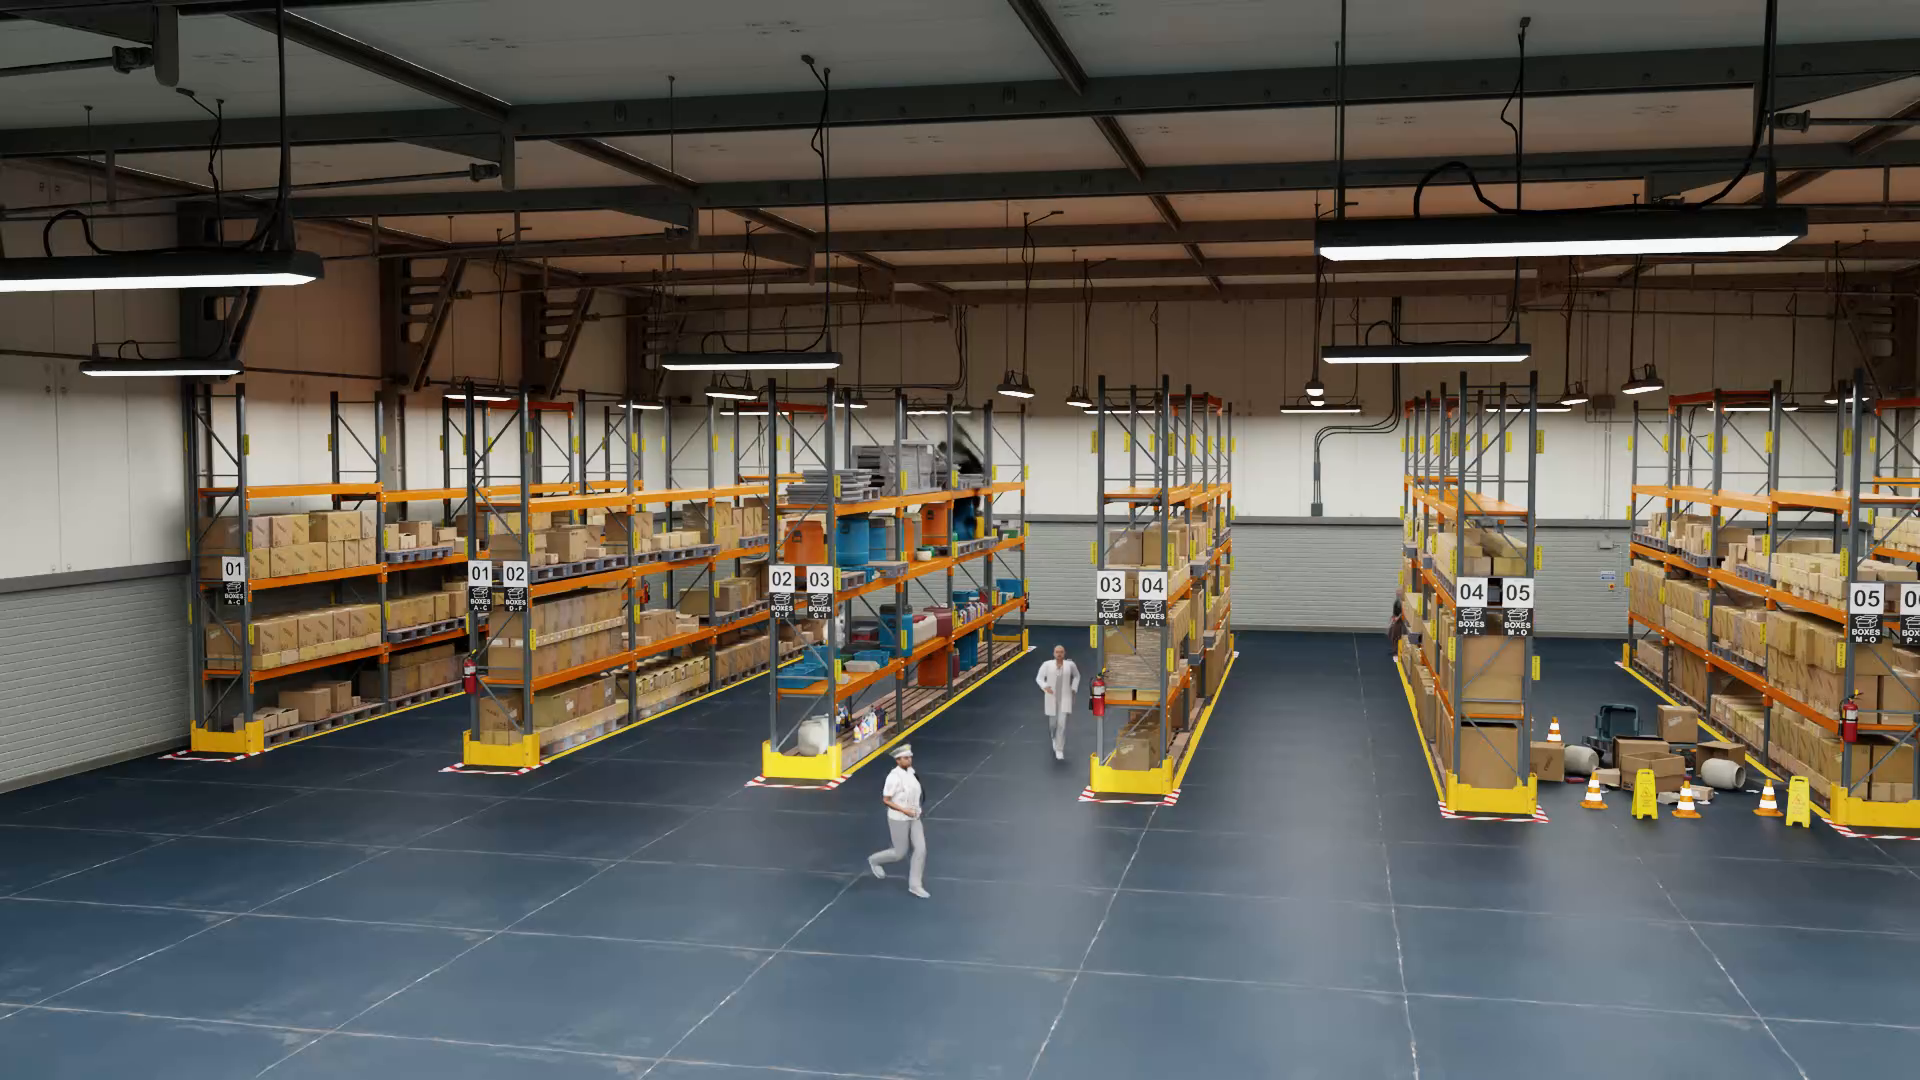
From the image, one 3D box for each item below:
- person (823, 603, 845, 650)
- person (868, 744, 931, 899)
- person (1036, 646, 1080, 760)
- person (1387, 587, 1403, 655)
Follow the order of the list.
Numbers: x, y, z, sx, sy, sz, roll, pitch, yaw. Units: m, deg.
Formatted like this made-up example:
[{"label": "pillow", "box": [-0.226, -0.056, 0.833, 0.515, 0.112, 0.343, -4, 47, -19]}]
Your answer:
[{"label": "person", "box": [-2.632, 2.161, 35.424, 0.616, 1.660, 0.554, 0, 3, 1]}, {"label": "person", "box": [-0.652, 3.115, 18.596, 0.827, 1.696, 0.588, 3, 4, 38]}, {"label": "person", "box": [1.584, 2.585, 26.852, 0.711, 1.779, 0.959, 0, 3, 5]}, {"label": "person", "box": [10.481, 1.932, 39.435, 0.607, 1.673, 0.698, 0, 3, 4]}]
